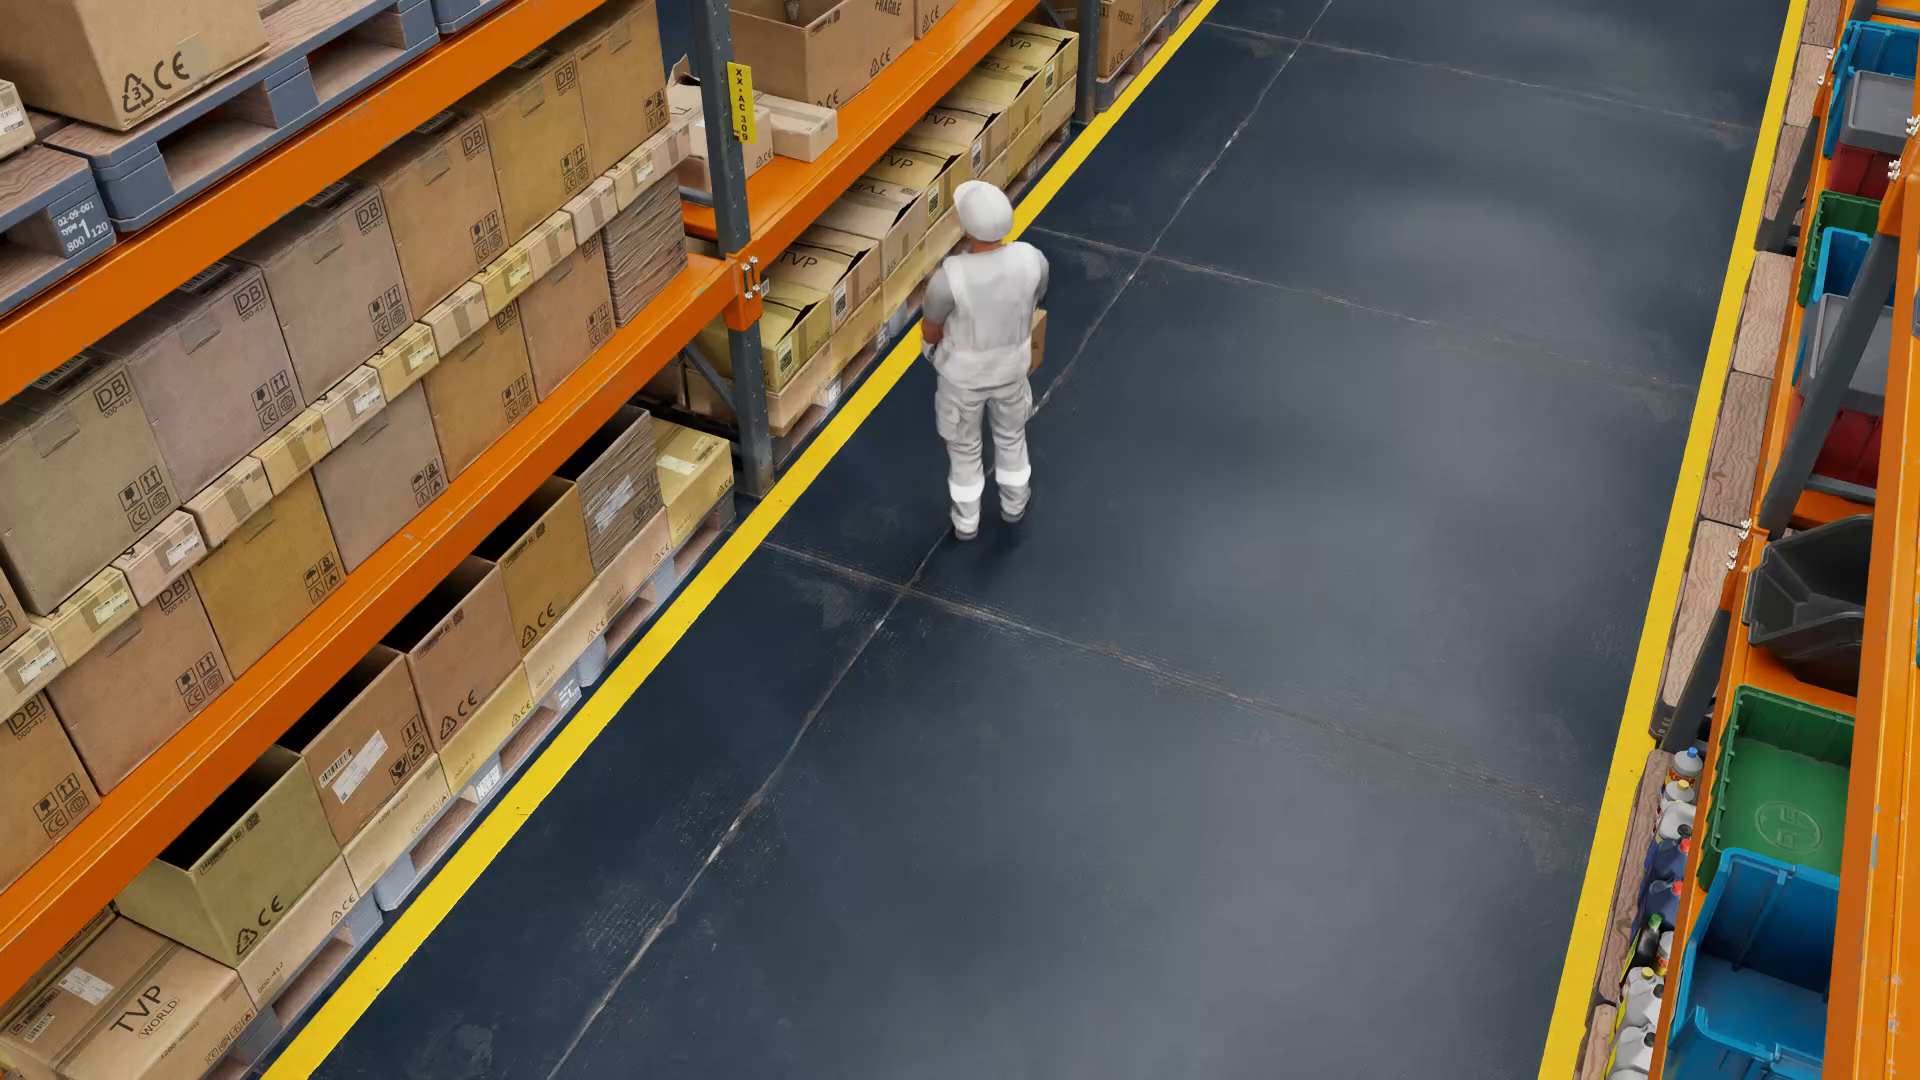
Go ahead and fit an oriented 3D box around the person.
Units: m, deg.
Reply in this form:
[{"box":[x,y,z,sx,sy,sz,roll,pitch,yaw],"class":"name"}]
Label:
[{"box":[0.096,-0.754,6.976,0.578,1.796,0.498,-14,44,-15],"class":"person"}]
